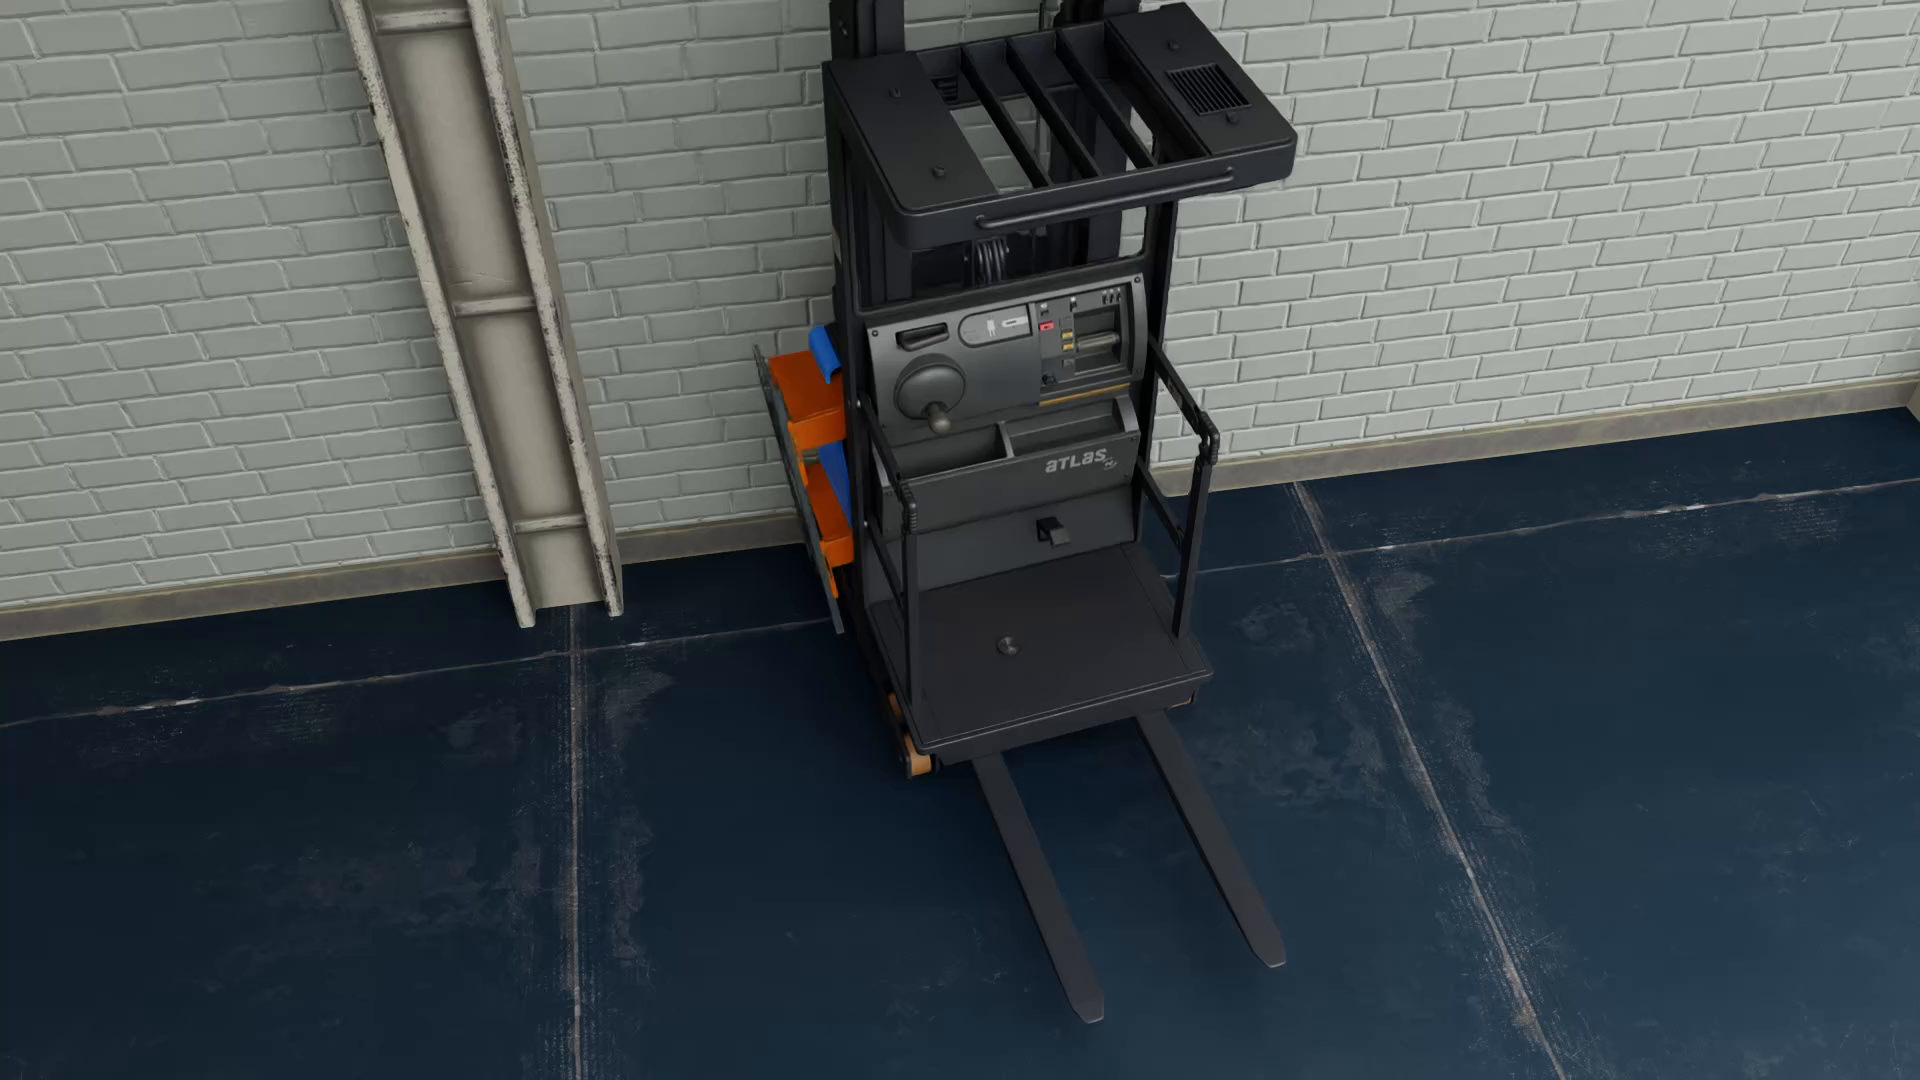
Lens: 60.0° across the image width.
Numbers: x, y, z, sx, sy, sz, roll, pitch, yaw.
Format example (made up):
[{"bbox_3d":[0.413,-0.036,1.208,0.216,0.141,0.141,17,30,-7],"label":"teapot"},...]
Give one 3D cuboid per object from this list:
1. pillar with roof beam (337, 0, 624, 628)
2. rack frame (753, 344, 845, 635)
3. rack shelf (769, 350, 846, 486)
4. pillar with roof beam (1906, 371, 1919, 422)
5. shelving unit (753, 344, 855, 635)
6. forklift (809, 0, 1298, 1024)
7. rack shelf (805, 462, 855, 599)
[{"bbox_3d":[-0.798,0.139,0.367,0.400,9.000,9.100,-7,46,-7],"label":"pillar with roof beam"},{"bbox_3d":[-0.608,-0.217,6.165,0.032,1.125,0.500,-17,39,-7],"label":"rack frame"},{"bbox_3d":[-0.171,-0.590,6.047,1.000,0.278,0.538,-17,39,-7],"label":"rack shelf"},{"bbox_3d":[5.114,-0.598,1.077,0.400,9.000,9.100,-7,46,-7],"label":"pillar with roof beam"},{"bbox_3d":[-0.127,-0.367,6.231,1.048,1.125,0.538,-17,39,-7],"label":"shelving unit"},{"bbox_3d":[0.229,-0.509,5.205,1.130,2.935,3.031,-13,48,-12],"label":"forklift"},{"bbox_3d":[-0.090,-0.180,6.384,1.000,0.278,0.538,-17,39,-7],"label":"rack shelf"}]
